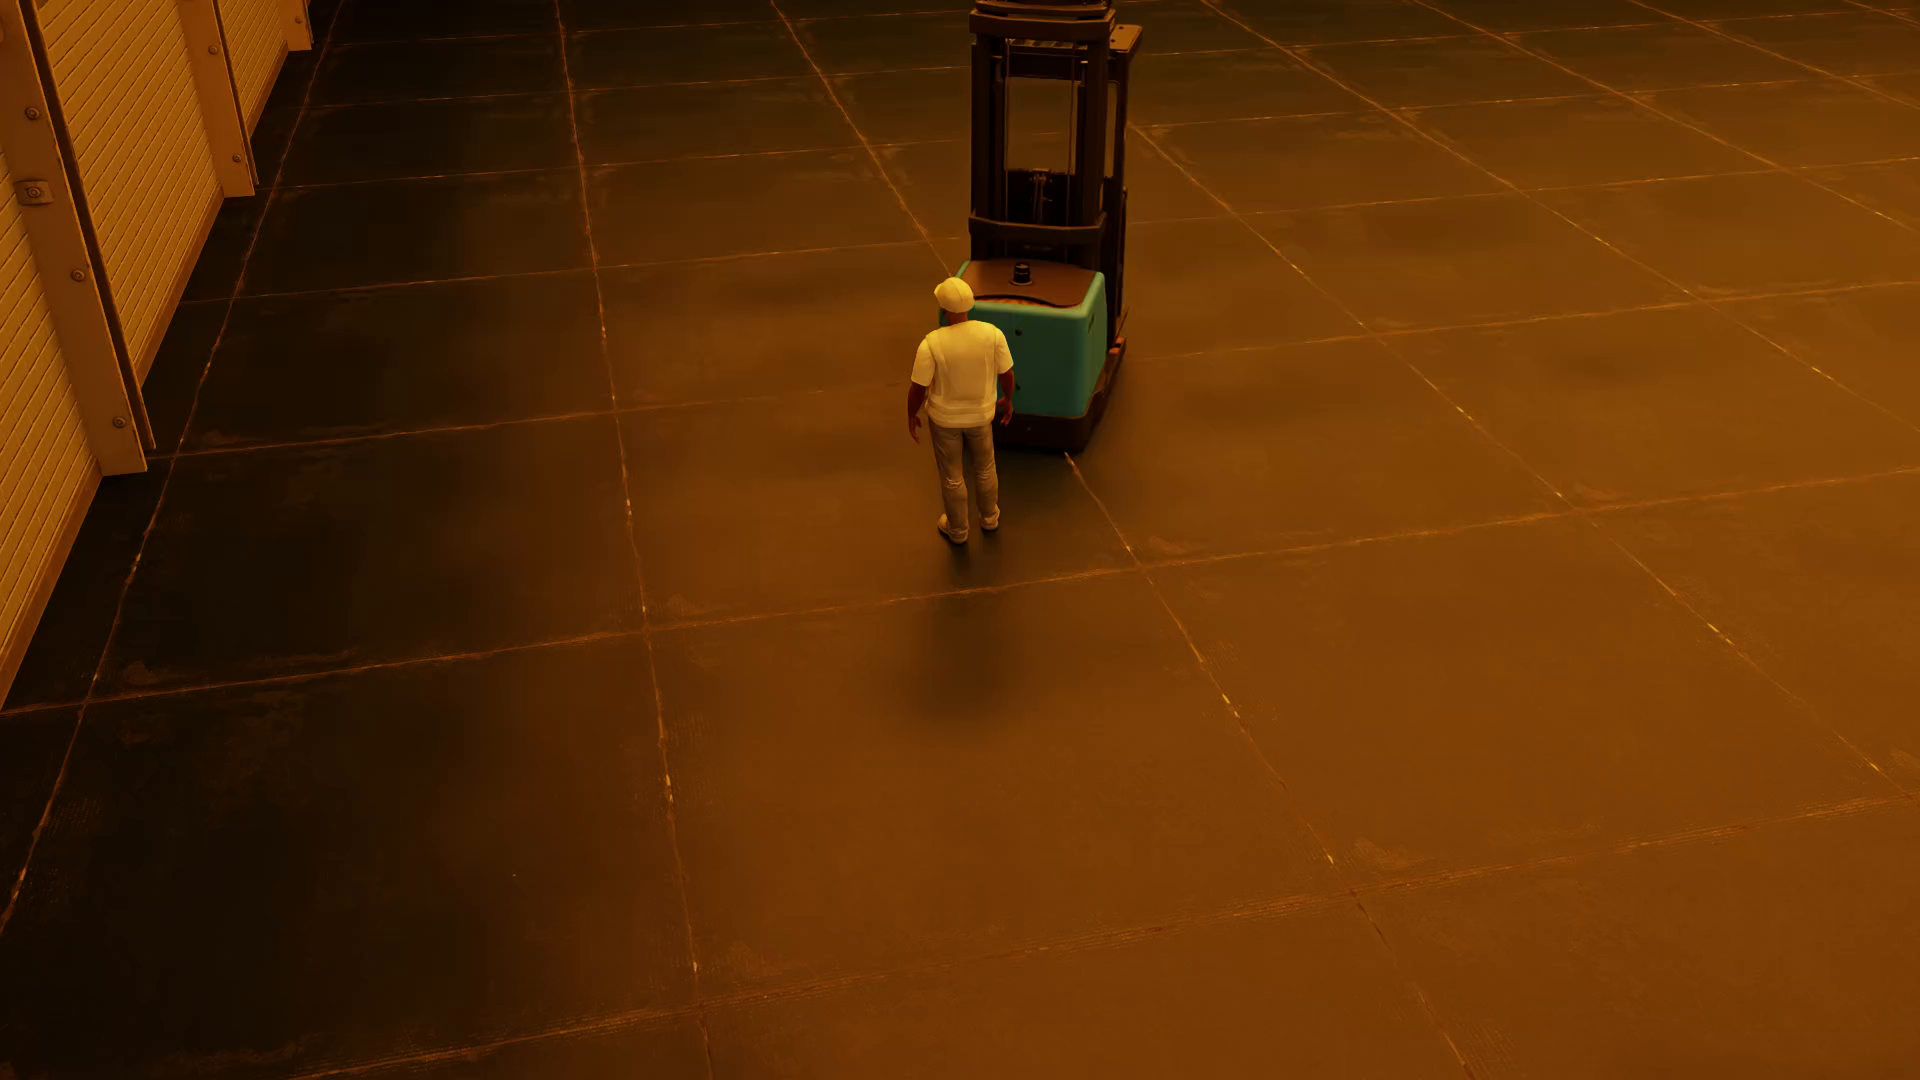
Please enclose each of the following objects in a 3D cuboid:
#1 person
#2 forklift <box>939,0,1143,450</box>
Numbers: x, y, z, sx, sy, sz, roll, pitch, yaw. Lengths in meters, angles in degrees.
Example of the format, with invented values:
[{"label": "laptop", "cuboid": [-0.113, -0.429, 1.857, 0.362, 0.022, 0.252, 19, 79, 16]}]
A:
[{"label": "person", "cuboid": [-0.011, -0.805, 10.113, 0.666, 1.765, 0.577, -7, 31, -12]}, {"label": "forklift", "cuboid": [0.676, -2.613, 12.088, 1.130, 2.935, 3.031, 7, 31, 11]}]
